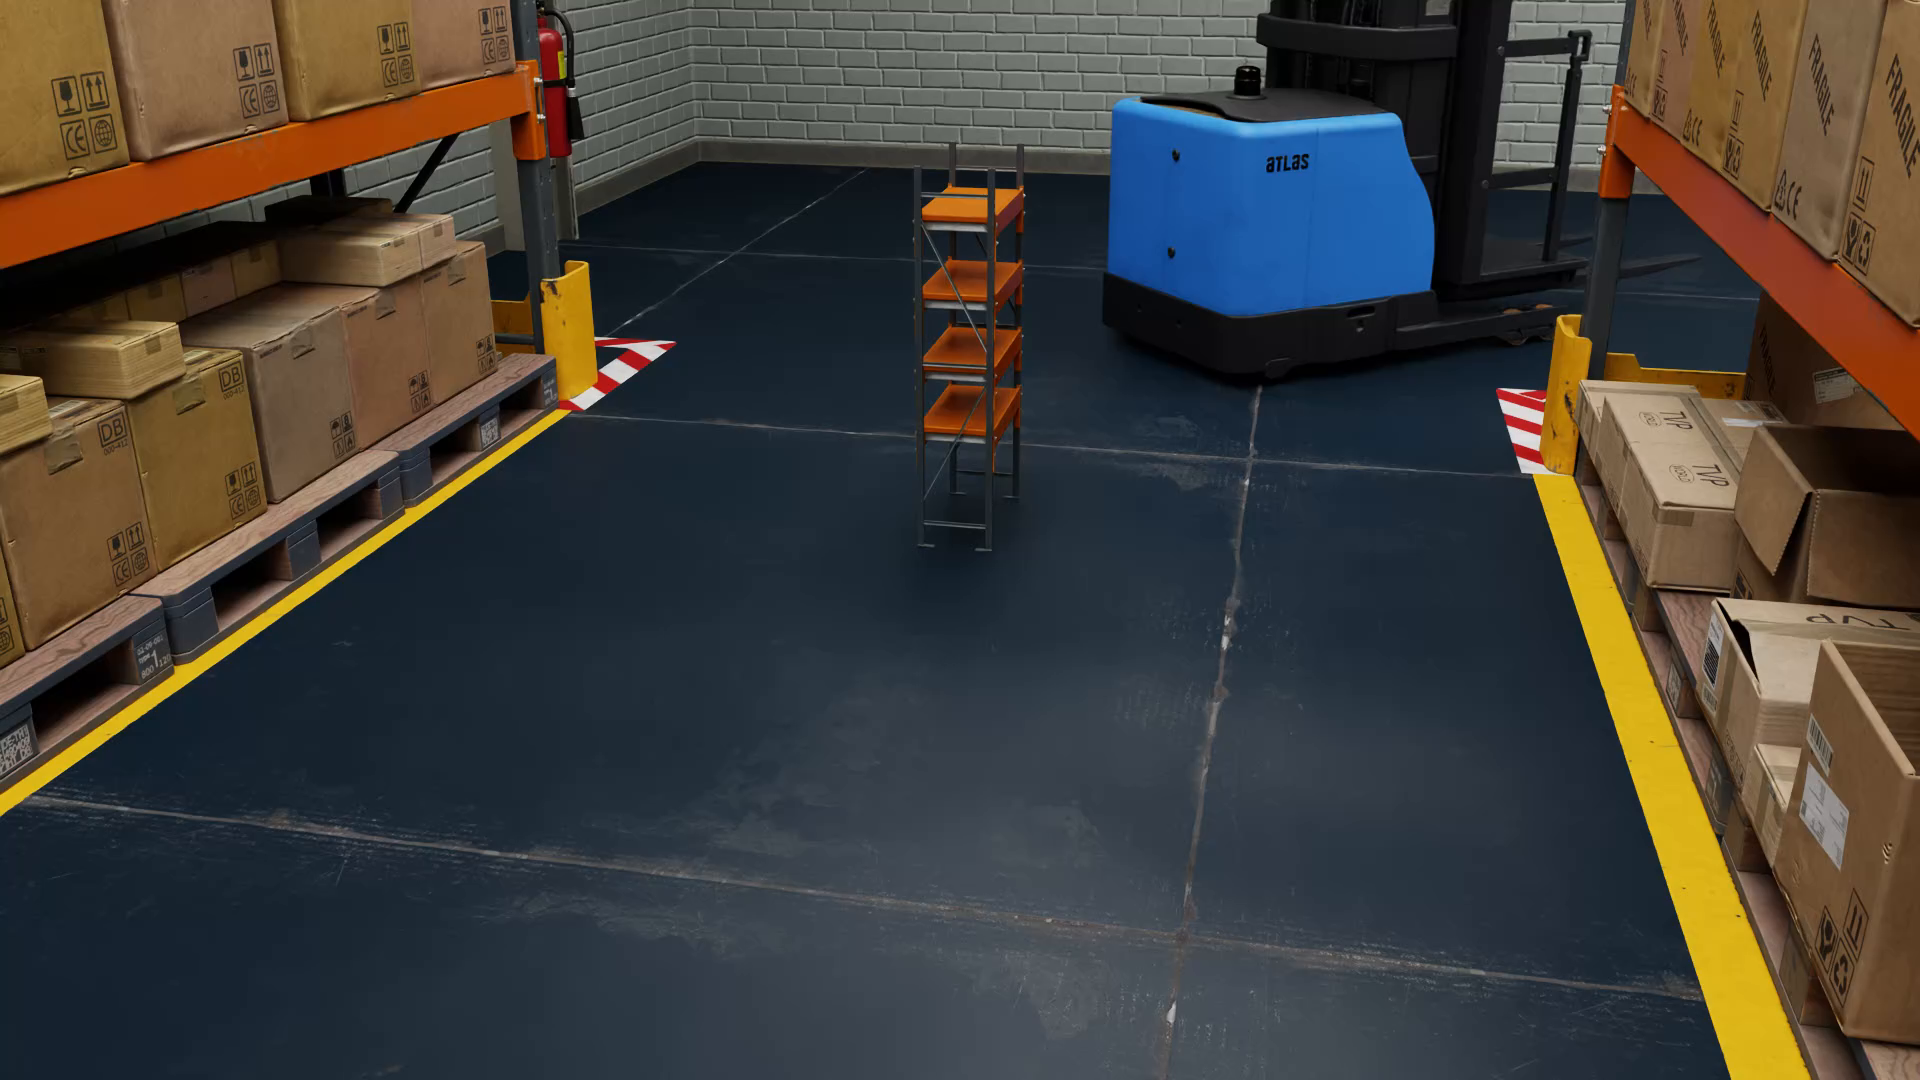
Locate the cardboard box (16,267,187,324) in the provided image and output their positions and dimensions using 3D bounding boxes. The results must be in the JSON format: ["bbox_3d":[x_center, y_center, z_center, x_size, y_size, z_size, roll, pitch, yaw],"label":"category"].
[{"bbox_3d":[-2.599,-0.719,5.040,0.380,0.149,0.250,5,22,11],"label":"cardboard box"}]

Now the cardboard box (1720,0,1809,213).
[{"bbox_3d":[2.066,-1.022,3.743,0.500,0.500,0.500,5,22,12],"label":"cardboard box"}]

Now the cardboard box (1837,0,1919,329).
[{"bbox_3d":[1.862,-0.648,2.813,0.500,0.500,0.500,5,22,12],"label":"cardboard box"}]

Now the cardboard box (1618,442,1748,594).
[{"bbox_3d":[2.131,-0.059,4.577,0.500,0.250,0.500,4,22,11],"label":"cardboard box"}]

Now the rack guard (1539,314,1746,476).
[{"bbox_3d":[2.708,-0.486,5.891,1.175,0.500,0.348,4,22,11],"label":"rack guard"}]

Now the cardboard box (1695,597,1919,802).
[{"bbox_3d":[1.899,0.328,3.533,0.500,0.311,0.500,4,22,11],"label":"cardboard box"}]

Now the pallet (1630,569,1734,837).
[{"bbox_3d":[2.295,0.384,4.117,1.003,0.211,1.213,4,22,11],"label":"pallet"}]

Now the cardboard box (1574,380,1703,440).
[{"bbox_3d":[2.302,-0.428,5.629,0.380,0.149,0.250,4,22,11],"label":"cardboard box"}]

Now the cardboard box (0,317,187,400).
[{"bbox_3d":[-2.335,-0.491,4.473,0.380,0.149,0.250,4,22,9],"label":"cardboard box"}]

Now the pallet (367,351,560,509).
[{"bbox_3d":[-2.213,-0.458,6.208,1.003,0.211,1.213,4,22,11],"label":"pallet"}]

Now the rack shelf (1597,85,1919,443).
[{"bbox_3d":[2.315,-0.608,3.812,1.077,0.370,4.000,4,22,11],"label":"rack shelf"}]

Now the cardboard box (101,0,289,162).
[{"bbox_3d":[-2.523,-1.456,4.553,0.980,0.700,0.700,3,22,8],"label":"cardboard box"}]

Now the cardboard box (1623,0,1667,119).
[{"bbox_3d":[2.375,-1.578,5.122,0.500,0.500,0.500,5,22,12],"label":"cardboard box"}]

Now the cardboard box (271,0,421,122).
[{"bbox_3d":[-2.359,-1.735,5.244,0.980,0.700,0.700,4,22,10],"label":"cardboard box"}]

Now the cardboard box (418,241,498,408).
[{"bbox_3d":[-2.172,-0.821,6.162,0.700,0.500,0.500,4,22,11],"label":"cardboard box"}]

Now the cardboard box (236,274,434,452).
[{"bbox_3d":[-2.274,-0.638,5.707,0.700,0.500,0.500,4,22,11],"label":"cardboard box"}]

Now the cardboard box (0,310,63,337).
[{"bbox_3d":[-2.703,-0.532,4.576,0.380,0.149,0.250,5,22,11],"label":"cardboard box"}]

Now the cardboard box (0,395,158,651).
[{"bbox_3d":[-2.584,-0.071,4.299,0.700,0.500,0.500,4,22,10],"label":"cardboard box"}]

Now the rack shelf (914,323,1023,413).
[{"bbox_3d":[0.034,-0.555,5.305,0.258,0.148,0.480,4,22,11],"label":"rack shelf"}]

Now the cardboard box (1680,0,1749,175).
[{"bbox_3d":[2.169,-1.205,4.197,0.500,0.500,0.500,4,22,11],"label":"cardboard box"}]

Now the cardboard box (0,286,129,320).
[{"bbox_3d":[-2.651,-0.627,4.810,0.380,0.149,0.250,4,22,10],"label":"cardboard box"}]

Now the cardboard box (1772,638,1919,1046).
[{"bbox_3d":[1.746,0.515,2.817,0.500,0.500,0.500,4,22,11],"label":"cardboard box"}]

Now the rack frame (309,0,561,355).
[{"bbox_3d":[-2.127,-2.050,6.428,1.000,3.000,0.127,4,22,11],"label":"rack frame"}]

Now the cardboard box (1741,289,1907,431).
[{"bbox_3d":[2.854,-0.500,5.338,0.500,0.500,0.500,4,22,11],"label":"cardboard box"}]

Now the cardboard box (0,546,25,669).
[{"bbox_3d":[-2.690,0.112,3.844,0.700,0.500,0.500,5,22,12],"label":"cardboard box"}]

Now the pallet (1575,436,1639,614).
[{"bbox_3d":[2.546,-0.060,5.221,1.003,0.211,1.213,4,22,11],"label":"pallet"}]

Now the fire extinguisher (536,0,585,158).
[{"bbox_3d":[-1.644,-1.861,6.561,0.296,0.674,0.183,4,22,11],"label":"fire extinguisher"}]

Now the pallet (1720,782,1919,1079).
[{"bbox_3d":[2.048,0.832,3.006,1.003,0.211,1.213,4,22,11],"label":"pallet"}]

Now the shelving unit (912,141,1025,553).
[{"bbox_3d":[0.034,-0.617,5.280,0.258,1.200,0.503,4,22,11],"label":"shelving unit"}]

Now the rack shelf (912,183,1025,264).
[{"bbox_3d":[0.034,-0.982,5.133,0.258,0.148,0.480,4,22,11],"label":"rack shelf"}]

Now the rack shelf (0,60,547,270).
[{"bbox_3d":[-2.535,-0.985,4.746,1.077,0.370,4.000,4,22,11],"label":"rack shelf"}]

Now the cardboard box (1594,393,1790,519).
[{"bbox_3d":[2.233,-0.242,5.031,0.500,0.250,0.500,4,22,11],"label":"cardboard box"}]

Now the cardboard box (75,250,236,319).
[{"bbox_3d":[-2.547,-0.813,5.273,0.380,0.149,0.250,5,22,12],"label":"cardboard box"}]

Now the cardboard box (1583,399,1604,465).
[{"bbox_3d":[2.251,-0.345,5.398,0.380,0.166,0.250,4,22,11],"label":"cardboard box"}]

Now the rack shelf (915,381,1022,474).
[{"bbox_3d":[0.034,-0.371,5.379,0.258,0.148,0.480,4,22,11],"label":"rack shelf"}]

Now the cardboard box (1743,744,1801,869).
[{"bbox_3d":[1.764,0.536,3.235,0.380,0.149,0.250,4,22,11],"label":"cardboard box"}]

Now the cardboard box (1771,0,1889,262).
[{"bbox_3d":[1.964,-0.836,3.280,0.500,0.500,0.500,5,22,12],"label":"cardboard box"}]

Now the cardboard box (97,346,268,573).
[{"bbox_3d":[-2.477,-0.259,4.765,0.700,0.500,0.500,5,22,12],"label":"cardboard box"}]

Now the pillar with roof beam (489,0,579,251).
[{"bbox_3d":[1.792,-5.558,7.108,9.100,9.000,0.400,4,22,11],"label":"pillar with roof beam"}]

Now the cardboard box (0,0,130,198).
[{"bbox_3d":[-2.662,-1.190,3.891,0.980,0.700,0.700,4,22,10],"label":"cardboard box"}]

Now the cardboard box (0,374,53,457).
[{"bbox_3d":[-2.441,-0.300,3.999,0.380,0.149,0.250,5,23,13],"label":"cardboard box"}]

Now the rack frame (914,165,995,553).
[{"bbox_3d":[-0.016,-0.528,5.058,0.240,1.200,0.015,4,22,11],"label":"rack frame"}]

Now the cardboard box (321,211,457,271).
[{"bbox_3d":[-2.019,-1.061,5.889,0.380,0.149,0.250,4,22,10],"label":"cardboard box"}]

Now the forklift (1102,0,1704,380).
[{"bbox_3d":[2.199,-2.402,7.393,3.031,2.935,1.130,-11,25,-26],"label":"forklift"}]

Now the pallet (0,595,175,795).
[{"bbox_3d":[-2.711,0.435,3.992,1.003,0.211,1.213,4,22,11],"label":"pallet"}]

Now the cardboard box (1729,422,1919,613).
[{"bbox_3d":[2.286,0.056,3.952,0.797,0.503,0.637,4,22,11],"label":"cardboard box"}]

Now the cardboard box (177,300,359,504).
[{"bbox_3d":[-2.376,-0.454,5.250,0.700,0.500,0.500,4,22,9],"label":"cardboard box"}]

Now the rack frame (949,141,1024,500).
[{"bbox_3d":[0.084,-0.706,5.501,0.240,1.200,0.015,4,22,11],"label":"rack frame"}]

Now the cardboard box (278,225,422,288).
[{"bbox_3d":[-2.071,-0.968,5.657,0.380,0.149,0.250,5,22,12],"label":"cardboard box"}]

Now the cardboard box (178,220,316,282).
[{"bbox_3d":[-2.444,-0.998,5.732,0.380,0.149,0.250,5,22,11],"label":"cardboard box"}]

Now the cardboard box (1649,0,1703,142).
[{"bbox_3d":[2.275,-1.389,4.652,0.500,0.500,0.500,4,22,10],"label":"cardboard box"}]

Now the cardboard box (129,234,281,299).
[{"bbox_3d":[-2.496,-0.906,5.504,0.380,0.149,0.250,5,22,11],"label":"cardboard box"}]

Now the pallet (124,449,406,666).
[{"bbox_3d":[-2.464,-0.013,5.103,1.003,0.211,1.213,4,22,11],"label":"pallet"}]

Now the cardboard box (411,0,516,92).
[{"bbox_3d":[-2.221,-2.002,5.907,0.980,0.700,0.700,5,23,13],"label":"cardboard box"}]

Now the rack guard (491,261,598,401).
[{"bbox_3d":[-2.122,-0.899,6.916,1.175,0.500,0.348,4,22,11],"label":"rack guard"}]

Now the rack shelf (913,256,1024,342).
[{"bbox_3d":[0.034,-0.762,5.221,0.258,0.148,0.480,4,22,11],"label":"rack shelf"}]

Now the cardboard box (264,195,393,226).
[{"bbox_3d":[-2.342,-1.183,6.192,0.380,0.149,0.250,5,22,11],"label":"cardboard box"}]

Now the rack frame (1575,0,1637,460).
[{"bbox_3d":[2.723,-1.673,5.493,1.000,3.000,0.127,4,22,11],"label":"rack frame"}]
